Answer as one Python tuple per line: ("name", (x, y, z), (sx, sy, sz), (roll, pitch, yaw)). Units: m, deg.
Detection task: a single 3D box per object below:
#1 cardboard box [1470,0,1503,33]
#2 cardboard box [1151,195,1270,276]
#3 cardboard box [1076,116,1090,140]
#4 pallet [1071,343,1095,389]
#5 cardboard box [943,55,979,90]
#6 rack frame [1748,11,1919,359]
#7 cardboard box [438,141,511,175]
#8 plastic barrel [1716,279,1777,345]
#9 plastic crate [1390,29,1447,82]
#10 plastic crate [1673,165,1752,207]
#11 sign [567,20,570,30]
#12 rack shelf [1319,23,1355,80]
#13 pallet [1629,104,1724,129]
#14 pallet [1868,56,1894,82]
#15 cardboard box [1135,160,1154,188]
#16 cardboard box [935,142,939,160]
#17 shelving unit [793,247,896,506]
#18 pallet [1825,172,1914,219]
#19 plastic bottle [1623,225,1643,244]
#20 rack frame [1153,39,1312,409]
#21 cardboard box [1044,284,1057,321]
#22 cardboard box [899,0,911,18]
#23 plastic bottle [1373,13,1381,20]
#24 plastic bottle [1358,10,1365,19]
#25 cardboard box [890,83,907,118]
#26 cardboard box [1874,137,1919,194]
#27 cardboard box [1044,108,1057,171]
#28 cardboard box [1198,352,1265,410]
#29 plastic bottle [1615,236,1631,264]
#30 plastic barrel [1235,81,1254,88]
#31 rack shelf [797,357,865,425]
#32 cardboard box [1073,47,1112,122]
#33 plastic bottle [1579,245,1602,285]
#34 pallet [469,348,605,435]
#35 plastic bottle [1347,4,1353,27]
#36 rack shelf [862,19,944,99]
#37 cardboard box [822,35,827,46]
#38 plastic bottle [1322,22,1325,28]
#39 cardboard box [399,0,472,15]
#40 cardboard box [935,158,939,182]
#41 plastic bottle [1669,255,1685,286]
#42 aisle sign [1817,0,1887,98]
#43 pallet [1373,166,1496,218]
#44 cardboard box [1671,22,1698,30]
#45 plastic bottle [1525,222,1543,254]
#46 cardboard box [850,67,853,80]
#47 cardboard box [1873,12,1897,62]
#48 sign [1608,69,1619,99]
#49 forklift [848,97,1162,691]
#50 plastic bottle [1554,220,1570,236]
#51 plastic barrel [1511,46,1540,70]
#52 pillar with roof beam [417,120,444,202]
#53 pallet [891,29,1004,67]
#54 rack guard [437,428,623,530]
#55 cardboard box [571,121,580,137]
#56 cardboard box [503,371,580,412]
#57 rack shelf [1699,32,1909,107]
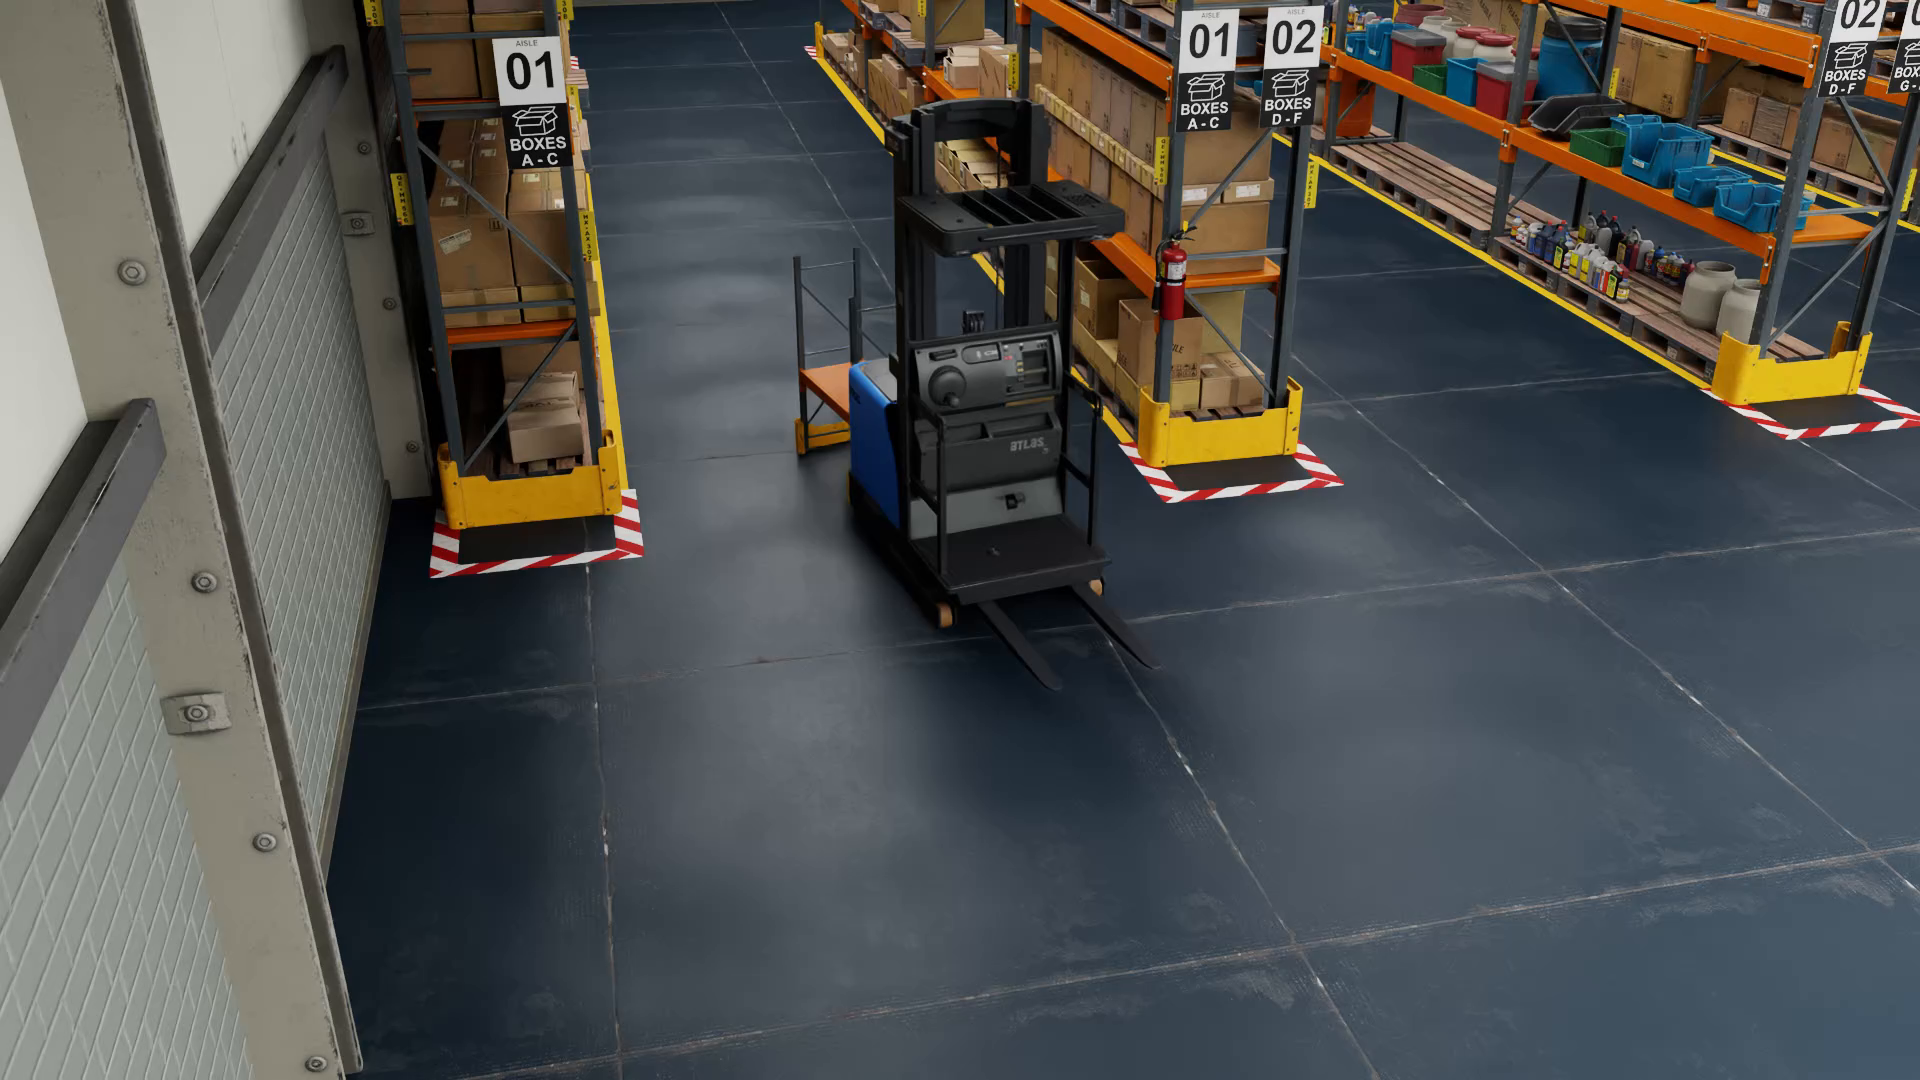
("cardboard box", (8.586, -8.214, 25.933), (0.875, 0.875, 0.875), (-6, 27, -12))
("cardboard box", (1.819, -2.260, 12.135), (0.700, 0.500, 0.500), (-6, 27, -12))
("cardboard box", (1.176, -3.397, 13.667), (0.380, 0.149, 0.250), (-7, 28, -13))
("pallet", (1.427, -1.631, 14.093), (1.003, 0.211, 1.213), (-6, 27, -12))
("cardboard box", (0.121, -5.070, 17.910), (0.500, 0.311, 0.500), (-6, 27, -12))
("rack frame", (6.738, -2.511, 12.742), (1.000, 3.000, 0.127), (-6, 27, -12))
("cardboard box", (-3.565, -2.637, 12.303), (0.500, 0.500, 0.500), (-6, 27, -11))
("plastic barrel", (6.515, -1.869, 13.765), (0.421, 0.512, 0.421), (0, 27, 0))
("plastic crate", (5.001, -5.311, 18.219), (0.402, 0.464, 0.583), (-6, 27, -12))
("plastic crate", (6.193, -2.920, 13.717), (0.499, 0.251, 0.408), (-6, 27, -12))
("sign", (-4.190, -5.558, 17.582), (0.100, 0.325, 0.005), (-6, 27, -12))
("rack shelf", (4.484, -6.580, 21.602), (1.077, 0.370, 4.000), (-6, 27, -12))
("pallet", (9.656, -5.635, 22.026), (1.003, 0.211, 1.213), (-6, 27, -12))
("pallet", (10.632, -5.035, 17.955), (1.003, 0.211, 1.213), (-6, 27, -12))
("cardboard box", (1.521, -2.719, 12.324), (0.380, 0.149, 0.250), (-6, 27, -12))
("cardboard box", (-0.060, -4.472, 18.591), (0.500, 0.311, 0.500), (-5, 27, -10))
("shelving unit", (-0.729, -1.181, 11.771), (0.587, 1.500, 1.083), (-12, 29, -23))
("pallet", (10.485, -3.867, 18.523), (1.003, 0.211, 1.213), (-6, 27, -12))
("plastic bottle", (6.379, -2.801, 15.769), (0.144, 0.351, 0.185), (-6, 27, -12))
("rack frame", (1.911, -2.010, 11.749), (1.000, 3.000, 0.127), (-6, 27, -12))
("cardboard box", (1.034, -2.051, 14.417), (0.500, 0.250, 0.500), (-6, 27, -12))
("cardboard box", (-0.335, -6.740, 20.545), (0.700, 0.500, 0.500), (-13, 30, -25))
("plastic bottle", (5.123, -6.343, 20.463), (0.061, 0.283, 0.133), (-6, 27, -12))
("plastic bottle", (4.990, -6.439, 20.667), (0.097, 0.271, 0.097), (0, 27, 0))
("cardboard box", (-0.572, -5.446, 20.843), (0.500, 0.500, 0.500), (-7, 28, -14))
("cardboard box", (10.545, -4.122, 18.220), (0.700, 0.500, 0.500), (-8, 28, -16))
("cardboard box", (1.116, -3.616, 14.821), (0.700, 0.500, 0.500), (-7, 28, -13))
("cardboard box", (2.007, -1.228, 12.785), (0.500, 0.250, 0.500), (-6, 27, -12))
("plastic bottle", (6.285, -2.750, 15.741), (0.061, 0.283, 0.133), (-6, 27, -12))
("plastic barrel", (4.140, -6.789, 23.081), (0.600, 0.901, 0.708), (-6, 27, -12))
("rack shelf", (-0.725, -1.016, 11.845), (0.538, 0.185, 1.000), (-12, 29, -23))
("cardboard box", (1.343, -3.754, 13.654), (0.700, 0.500, 0.500), (-6, 27, -12))
("plastic bottle", (5.795, -2.533, 15.238), (0.144, 0.351, 0.185), (-5, 27, -9))
("pallet", (-3.351, -1.188, 13.216), (1.003, 0.211, 1.213), (-6, 27, -12))
("plastic bottle", (4.945, -6.648, 21.081), (0.097, 0.271, 0.097), (0, 27, 0))
("rack shelf", (-0.342, -6.078, 20.609), (1.077, 0.370, 4.000), (-6, 27, -12))
("cardboard box", (-1.935, -7.739, 25.775), (0.380, 0.149, 0.250), (-6, 27, -12))
("plastic bottle", (4.376, -6.206, 20.193), (0.061, 0.283, 0.133), (-6, 27, -12))
("cardboard box", (-3.266, -3.507, 10.143), (0.500, 0.500, 0.500), (-5, 27, -9))
("cardboard box", (-0.060, -4.222, 18.717), (0.500, 0.250, 0.500), (-6, 27, -12))
("plastic bottle", (6.556, -2.467, 15.196), (0.097, 0.271, 0.097), (0, 27, 0))
("aisle sign", (6.465, -3.610, 12.034), (0.394, 0.787, 0.004), (-6, 27, -12))
("pallet", (5.343, -3.900, 18.588), (1.003, 0.211, 1.213), (-6, 27, -12))
("cardboard box", (9.408, -6.762, 21.054), (0.500, 0.500, 0.500), (-5, 27, -10))
("plastic bottle", (5.581, -2.924, 16.095), (0.152, 0.276, 0.135), (-5, 27, -10))
("cardboard box", (-1.341, -6.581, 23.482), (0.380, 0.149, 0.250), (-6, 27, -12))
("cardboard box", (10.620, -5.588, 17.707), (1.000, 1.000, 1.000), (-6, 27, -11))
("sign", (6.375, -4.442, 16.260), (0.100, 0.325, 0.005), (-6, 27, -12))
("forklift", (0.255, -0.987, 9.798), (1.130, 2.935, 3.031), (-10, 28, -19))
("plastic bottle", (5.755, -2.899, 15.963), (0.144, 0.351, 0.185), (-6, 27, -12))
("plastic barrel", (5.835, -4.770, 17.067), (0.433, 0.535, 0.433), (0, 27, 0))
("pillar with roof beam", (-1.073, -7.474, 15.917), (9.100, 9.000, 0.400), (-6, 27, -12))
("pallet", (-0.113, -5.726, 19.326), (1.213, 0.211, 1.003), (-6, 27, -12))
("rack guard", (-2.931, -0.422, 11.378), (1.175, 0.500, 0.348), (-6, 27, -12))
("cardboard box", (-3.187, -2.921, 12.866), (0.500, 0.500, 0.500), (-7, 28, -13))
("cardboard box", (-3.111, -1.064, 12.372), (0.500, 0.311, 0.500), (-4, 27, -7))
("rack shelf", (10.211, -5.327, 19.119), (1.077, 0.370, 4.000), (-6, 27, -12))
